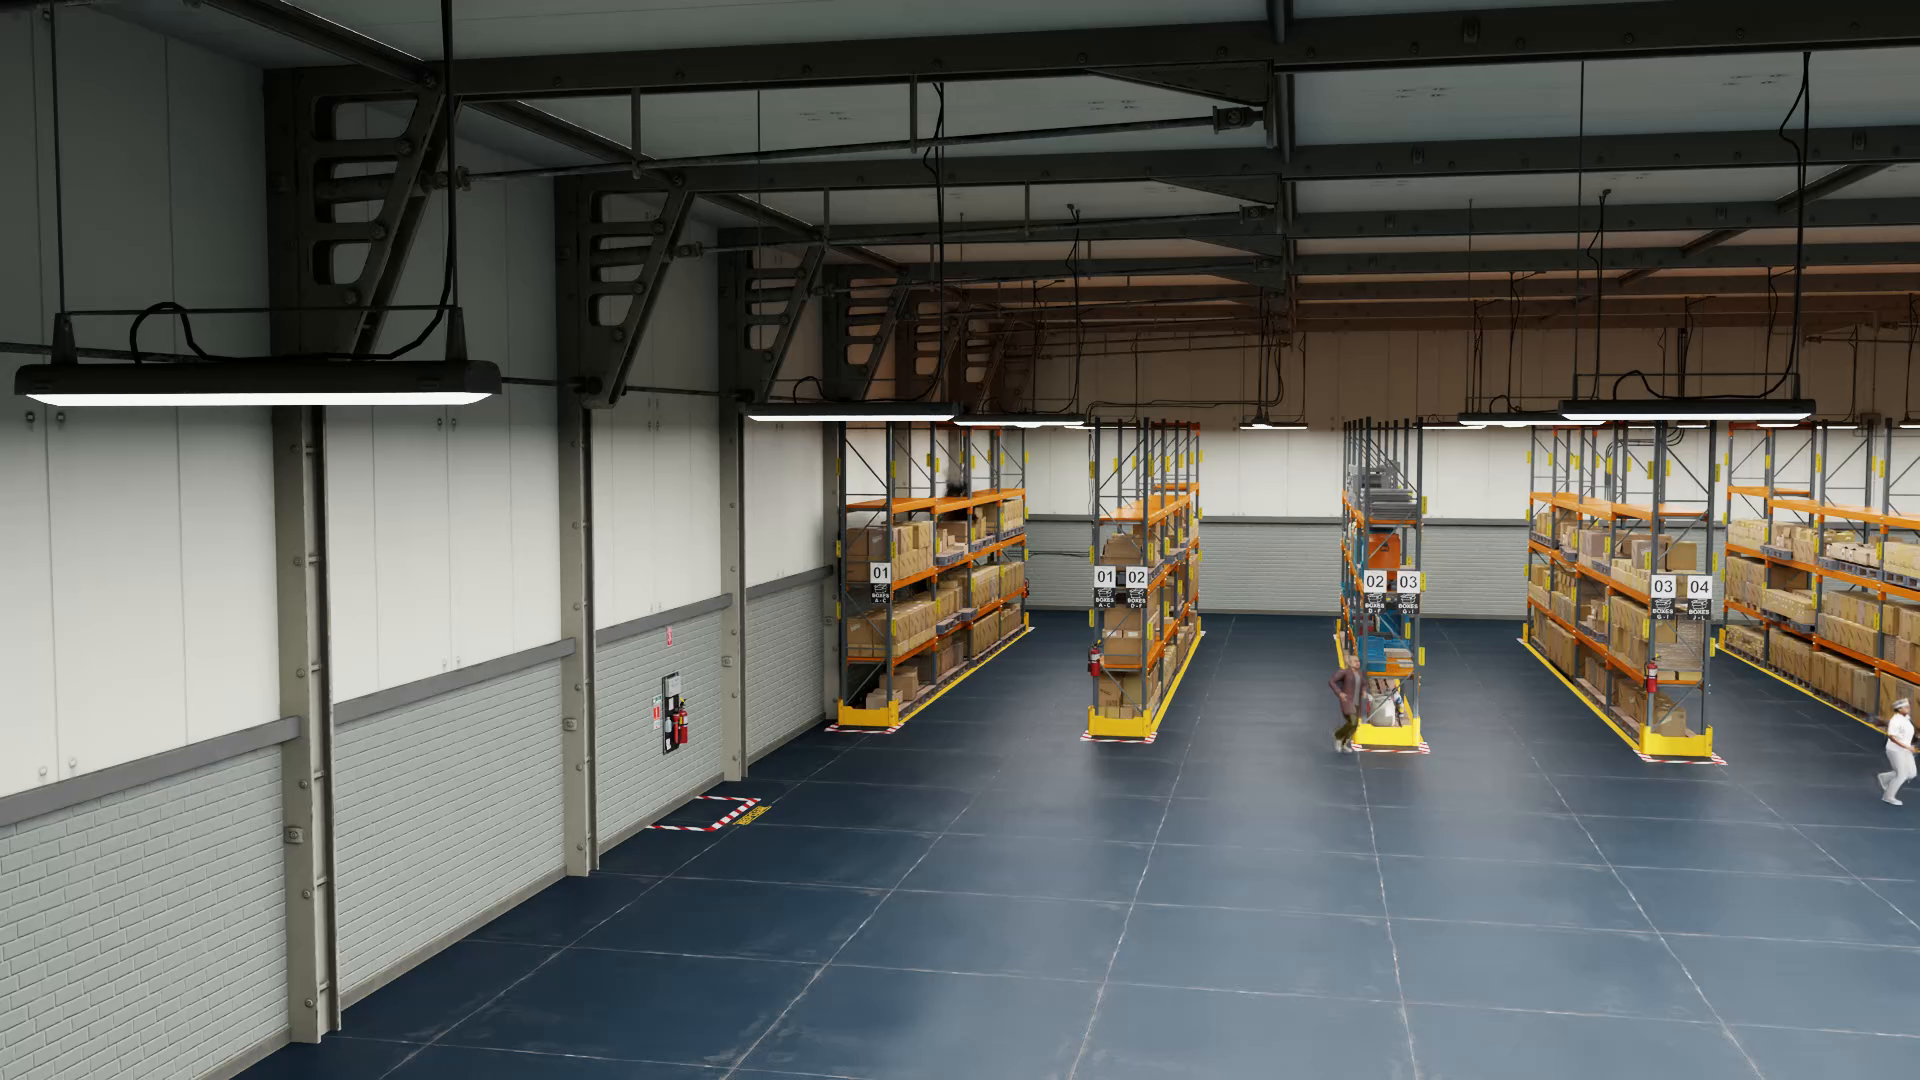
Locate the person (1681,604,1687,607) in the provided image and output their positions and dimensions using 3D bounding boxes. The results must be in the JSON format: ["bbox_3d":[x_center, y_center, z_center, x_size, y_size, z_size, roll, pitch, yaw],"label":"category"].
[{"bbox_3d":[18.884,2.053,43.820,0.694,1.679,0.797,1,4,13],"label":"person"}]

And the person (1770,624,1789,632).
[{"bbox_3d":[22.075,2.000,44.976,0.651,1.603,0.848,-2,4,-23],"label":"person"}]

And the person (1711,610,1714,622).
[{"bbox_3d":[18.442,2.174,41.516,0.694,1.738,0.637,1,4,15],"label":"person"}]

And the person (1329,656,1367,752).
[{"bbox_3d":[6.990,2.926,29.661,0.735,1.729,0.566,-2,4,-27],"label":"person"}]

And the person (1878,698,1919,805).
[{"bbox_3d":[14.491,3.241,25.620,0.597,1.664,0.605,-3,5,-38],"label":"person"}]
